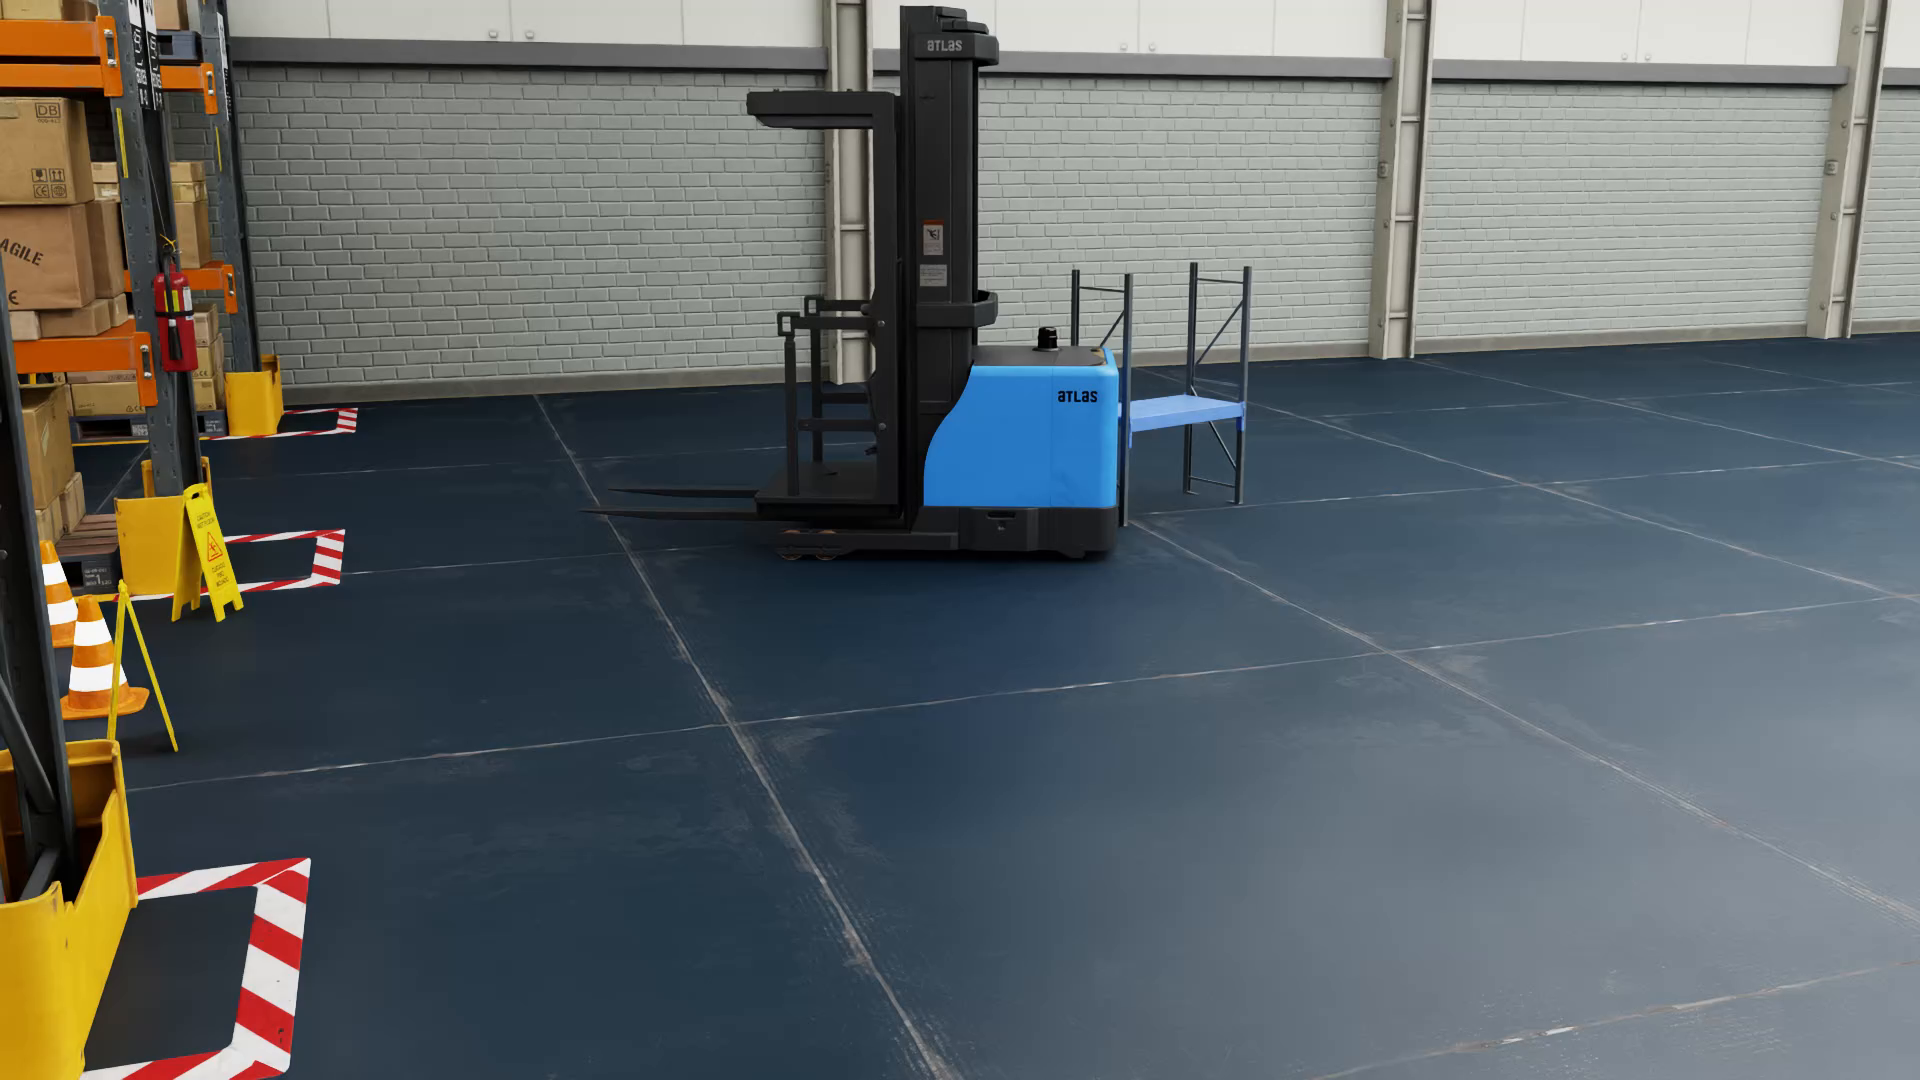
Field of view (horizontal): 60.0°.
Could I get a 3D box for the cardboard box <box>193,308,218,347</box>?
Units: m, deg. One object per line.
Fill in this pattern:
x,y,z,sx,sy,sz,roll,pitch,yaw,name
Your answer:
-6.114,-1.656,12.995,0.500,0.250,0.500,-4,14,-16,cardboard box

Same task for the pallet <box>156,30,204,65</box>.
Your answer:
-6.456,-3.775,12.739,1.213,0.211,1.003,-4,14,-18,pallet

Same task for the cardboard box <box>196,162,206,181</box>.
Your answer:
-6.164,-2.936,13.243,0.250,0.149,0.380,-5,14,-19,cardboard box

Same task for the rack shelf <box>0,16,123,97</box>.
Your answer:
-6.086,-2.278,7.811,4.000,0.370,1.077,-4,14,-18,rack shelf

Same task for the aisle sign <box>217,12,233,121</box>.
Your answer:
-5.621,-3.610,12.720,0.004,0.787,0.394,-4,14,-18,aisle sign

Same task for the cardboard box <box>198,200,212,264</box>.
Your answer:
-6.335,-2.478,13.362,0.500,0.500,0.500,-4,14,-16,cardboard box

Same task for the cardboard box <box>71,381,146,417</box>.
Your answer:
-6.596,-1.133,12.958,0.500,0.250,0.500,-4,14,-18,cardboard box

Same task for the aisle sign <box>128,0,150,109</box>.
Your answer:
-4.039,-2.522,8.147,0.004,0.787,0.394,-4,14,-18,aisle sign

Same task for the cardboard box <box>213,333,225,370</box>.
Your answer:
-6.289,-1.526,13.529,0.500,0.250,0.500,-4,14,-17,cardboard box

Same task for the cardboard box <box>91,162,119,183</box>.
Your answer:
-6.513,-2.791,12.634,0.250,0.149,0.380,-4,14,-17,cardboard box

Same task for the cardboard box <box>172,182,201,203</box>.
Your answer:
-6.016,-2.682,12.819,0.250,0.149,0.380,-4,14,-17,cardboard box

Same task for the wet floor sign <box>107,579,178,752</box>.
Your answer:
-3.120,0.471,6.270,0.232,0.644,0.267,-7,15,-28,wet floor sign

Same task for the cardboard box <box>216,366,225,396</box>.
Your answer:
-6.305,-1.278,13.569,0.500,0.250,0.500,-4,14,-18,cardboard box

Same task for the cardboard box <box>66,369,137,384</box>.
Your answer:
-6.618,-1.376,12.898,0.500,0.250,0.500,-5,14,-19,cardboard box

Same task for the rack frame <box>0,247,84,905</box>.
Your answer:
-2.516,-0.238,4.163,0.127,3.000,1.000,-4,14,-18,rack frame

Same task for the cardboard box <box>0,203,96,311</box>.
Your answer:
-4.617,-1.409,8.227,0.500,0.500,0.500,-5,14,-19,cardboard box

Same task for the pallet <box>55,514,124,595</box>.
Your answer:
-5.044,0.098,8.775,1.213,0.211,1.003,-4,14,-18,pallet

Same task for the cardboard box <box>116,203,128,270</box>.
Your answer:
-6.655,-2.323,12.713,0.500,0.500,0.500,-4,14,-16,cardboard box

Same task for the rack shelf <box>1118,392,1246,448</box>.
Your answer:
1.237,-0.754,10.348,1.000,0.185,0.538,-10,17,-37,rack shelf

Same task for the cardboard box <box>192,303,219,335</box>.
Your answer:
-6.293,-1.764,13.451,0.500,0.250,0.500,-5,14,-19,cardboard box

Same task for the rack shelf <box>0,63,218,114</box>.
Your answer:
-7.673,-3.367,12.387,4.000,0.370,1.077,-4,14,-18,rack shelf

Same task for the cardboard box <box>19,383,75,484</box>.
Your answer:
-5.066,-0.547,8.875,0.500,0.500,0.500,-5,14,-20,cardboard box

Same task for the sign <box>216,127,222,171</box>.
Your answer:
-5.617,-2.963,12.605,0.005,0.325,0.100,-4,14,-18,sign

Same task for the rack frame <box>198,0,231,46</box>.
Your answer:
-5.777,-5.324,12.577,0.127,3.000,1.000,-4,14,-18,rack frame

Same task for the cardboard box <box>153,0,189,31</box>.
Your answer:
-6.119,-4.080,12.491,0.500,0.500,0.500,-4,14,-16,cardboard box

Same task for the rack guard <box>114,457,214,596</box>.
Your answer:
-4.263,-0.095,8.961,0.348,0.500,1.175,-4,14,-18,rack guard

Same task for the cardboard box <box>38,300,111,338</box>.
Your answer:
-4.477,-1.120,8.412,0.250,0.149,0.380,-4,14,-16,cardboard box

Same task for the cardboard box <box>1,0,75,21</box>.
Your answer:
-4.440,-2.566,8.009,0.250,0.149,0.380,-4,14,-18,cardboard box

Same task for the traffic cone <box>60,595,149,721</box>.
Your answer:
-3.510,0.451,6.748,0.334,0.463,0.336,-4,14,-18,traffic cone

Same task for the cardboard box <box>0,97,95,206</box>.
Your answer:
-4.605,-1.911,8.174,0.500,0.500,0.700,-5,14,-19,cardboard box

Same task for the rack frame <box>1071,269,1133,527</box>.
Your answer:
0.839,-0.856,9.999,0.032,1.500,0.500,-10,17,-37,rack frame

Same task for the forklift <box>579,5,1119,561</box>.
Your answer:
-0.623,-1.434,9.337,3.031,2.935,1.130,1,13,3,forklift

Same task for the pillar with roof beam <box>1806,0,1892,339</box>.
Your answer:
11.708,-5.854,14.808,0.400,9.000,9.100,-4,14,-18,pillar with roof beam

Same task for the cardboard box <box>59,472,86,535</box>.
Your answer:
-5.043,-0.184,8.970,0.500,0.250,0.500,-5,14,-19,cardboard box

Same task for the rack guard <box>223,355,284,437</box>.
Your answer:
-5.755,-1.191,13.568,0.348,0.500,1.175,-4,14,-18,rack guard

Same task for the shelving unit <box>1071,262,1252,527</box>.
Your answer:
1.237,-0.929,10.306,1.048,1.500,0.538,-10,17,-37,shelving unit

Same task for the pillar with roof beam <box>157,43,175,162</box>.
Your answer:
-5.352,-4.526,9.223,0.400,9.000,9.100,-4,14,-18,pillar with roof beam
